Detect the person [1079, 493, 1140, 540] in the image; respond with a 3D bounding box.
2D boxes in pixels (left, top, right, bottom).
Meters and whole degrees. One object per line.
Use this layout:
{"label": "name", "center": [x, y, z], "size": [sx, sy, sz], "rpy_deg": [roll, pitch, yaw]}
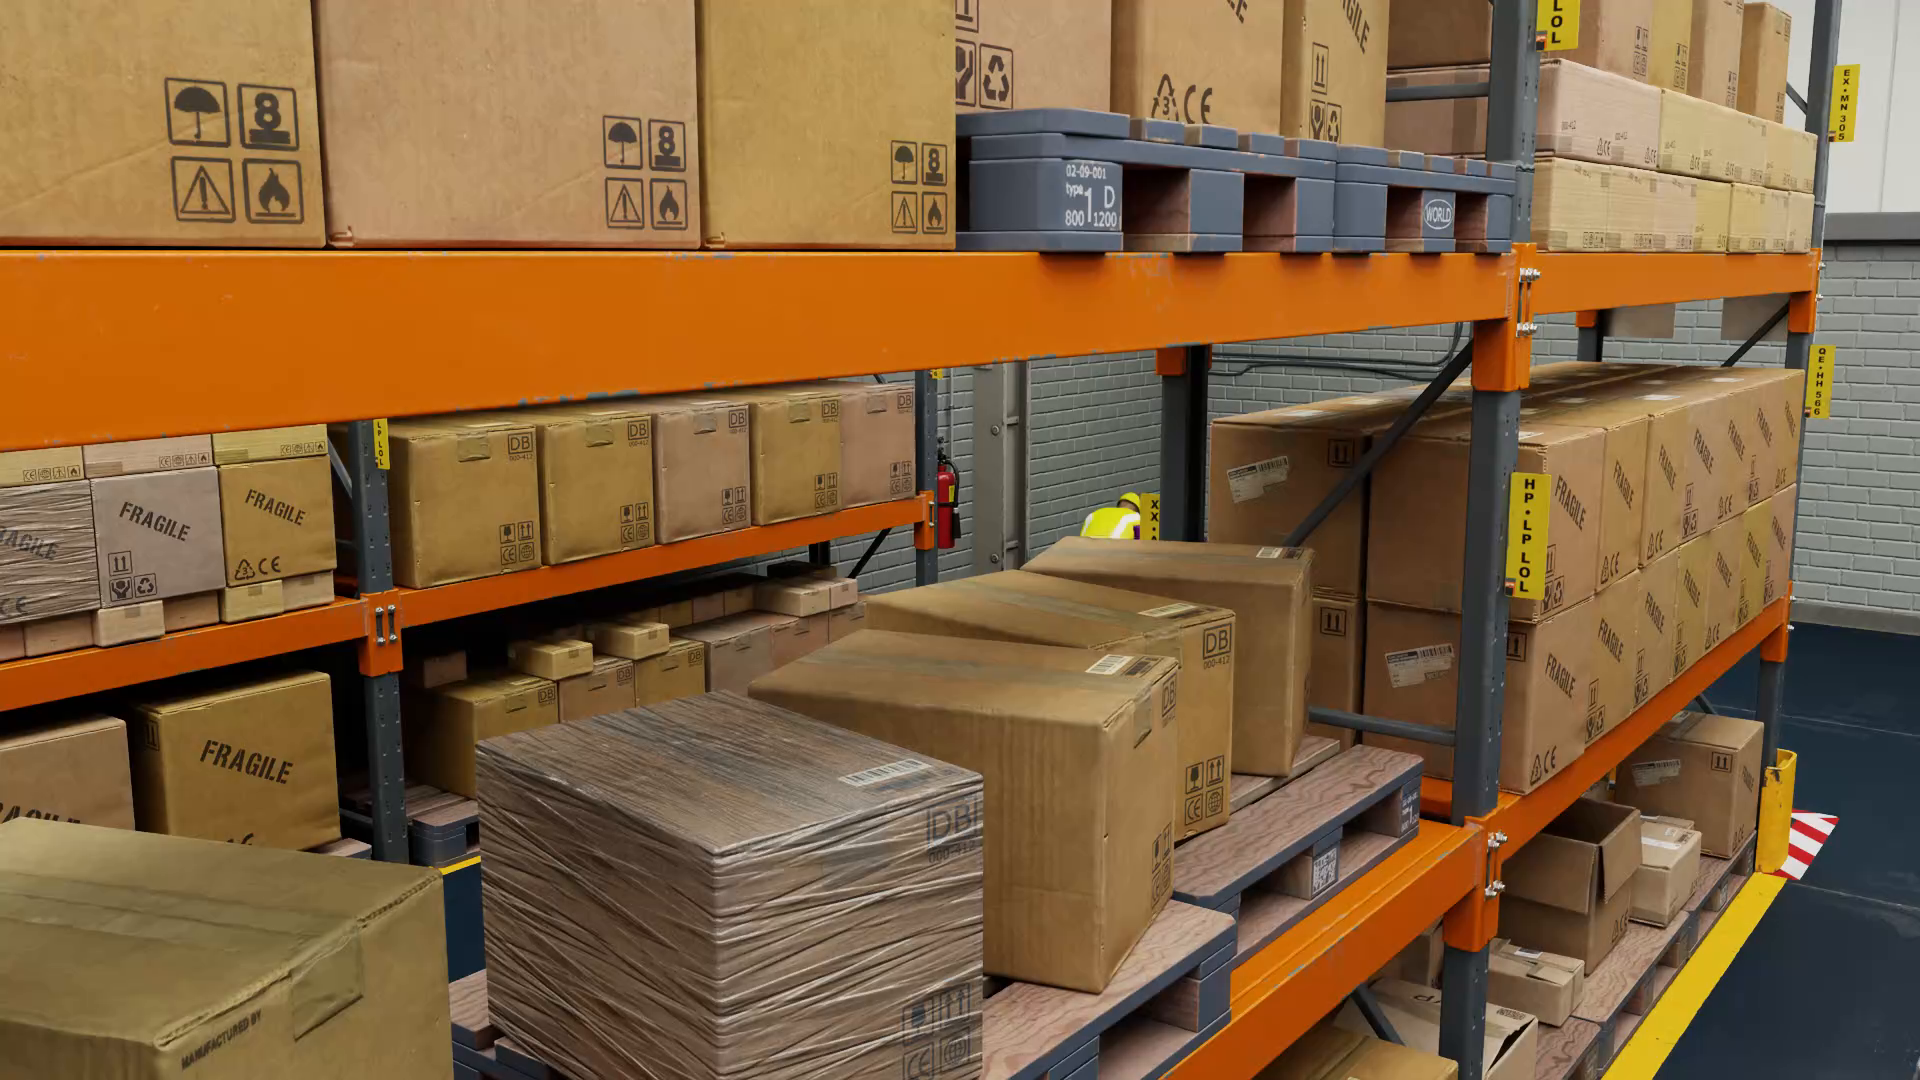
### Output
{"label": "person", "center": [1.125, 0.190, 12.453], "size": [0.537, 1.017, 0.897], "rpy_deg": [7, 12, 34]}
